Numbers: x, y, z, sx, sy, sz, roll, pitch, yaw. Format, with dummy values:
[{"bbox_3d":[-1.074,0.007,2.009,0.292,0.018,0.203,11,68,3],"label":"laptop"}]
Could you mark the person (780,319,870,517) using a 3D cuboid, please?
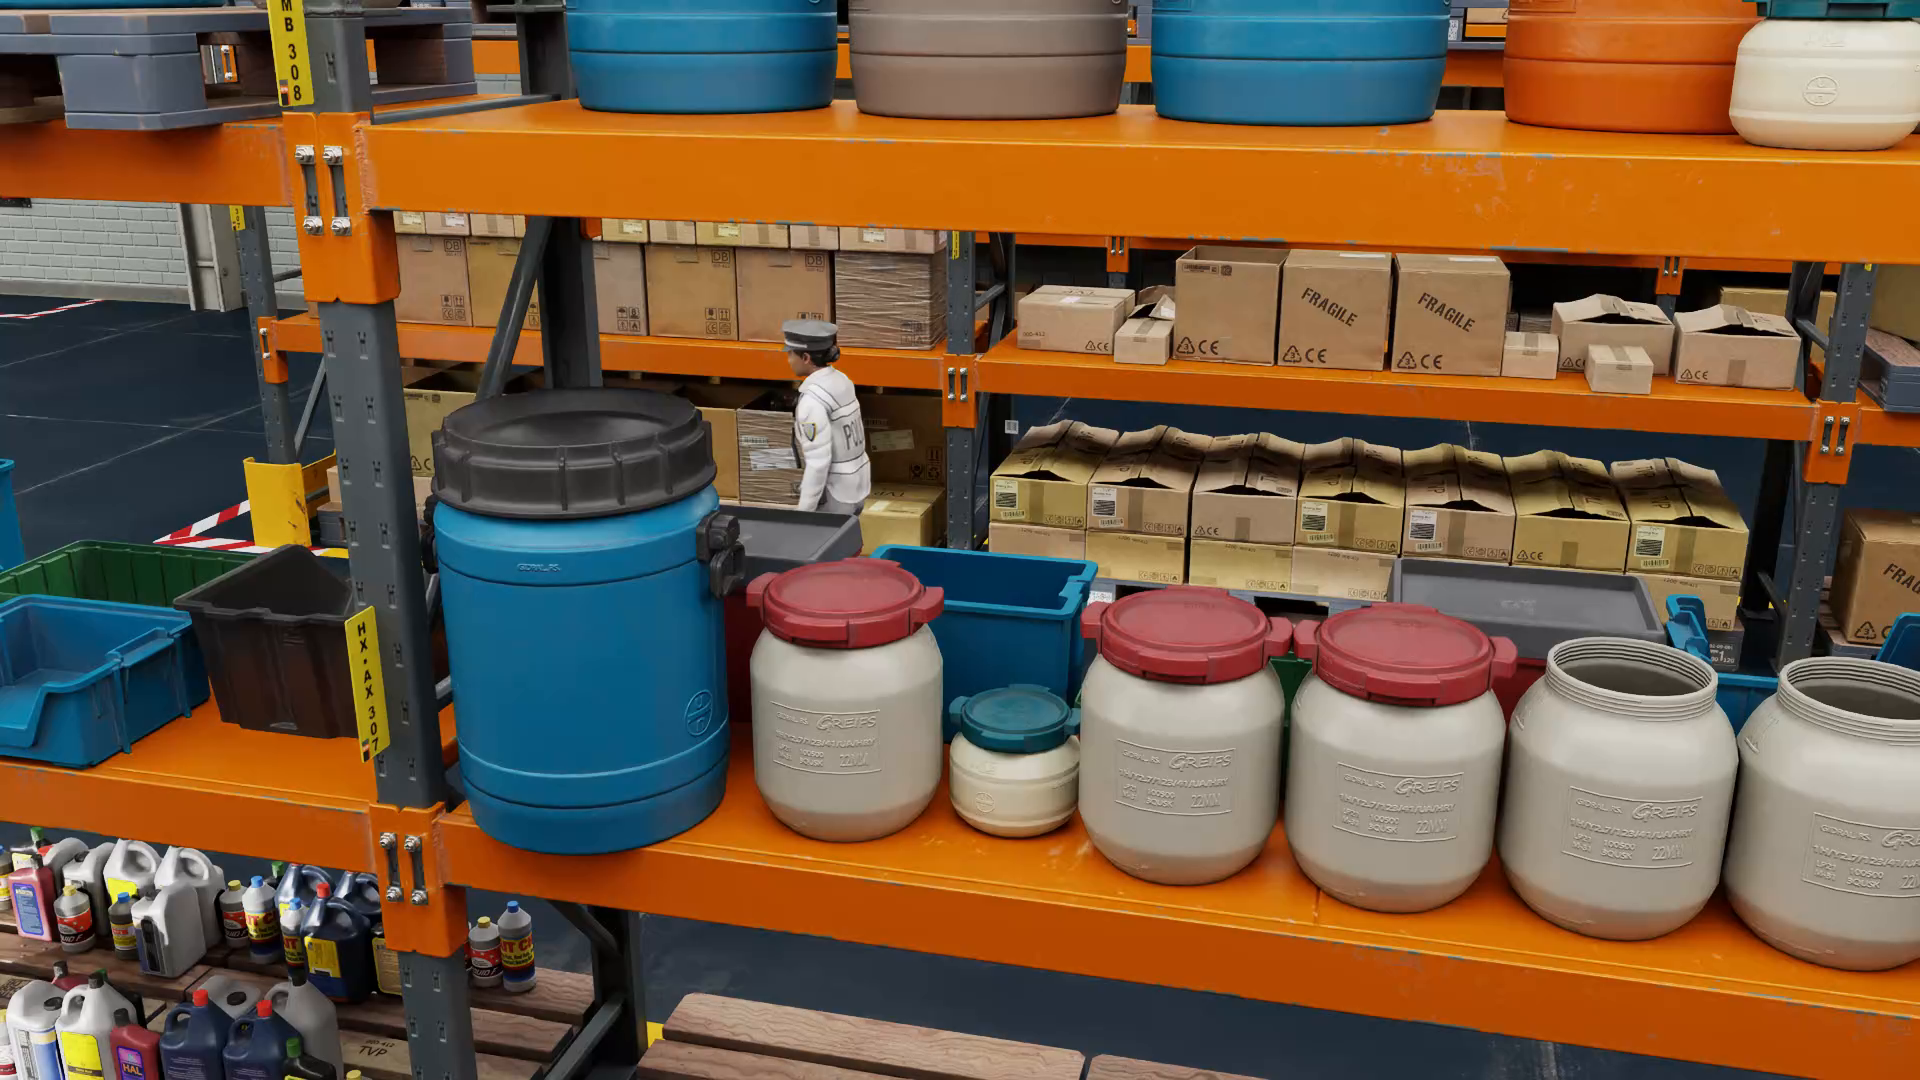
[{"bbox_3d":[-0.607,-0.179,7.594,0.373,1.662,0.532,4,19,12],"label":"person"}]
